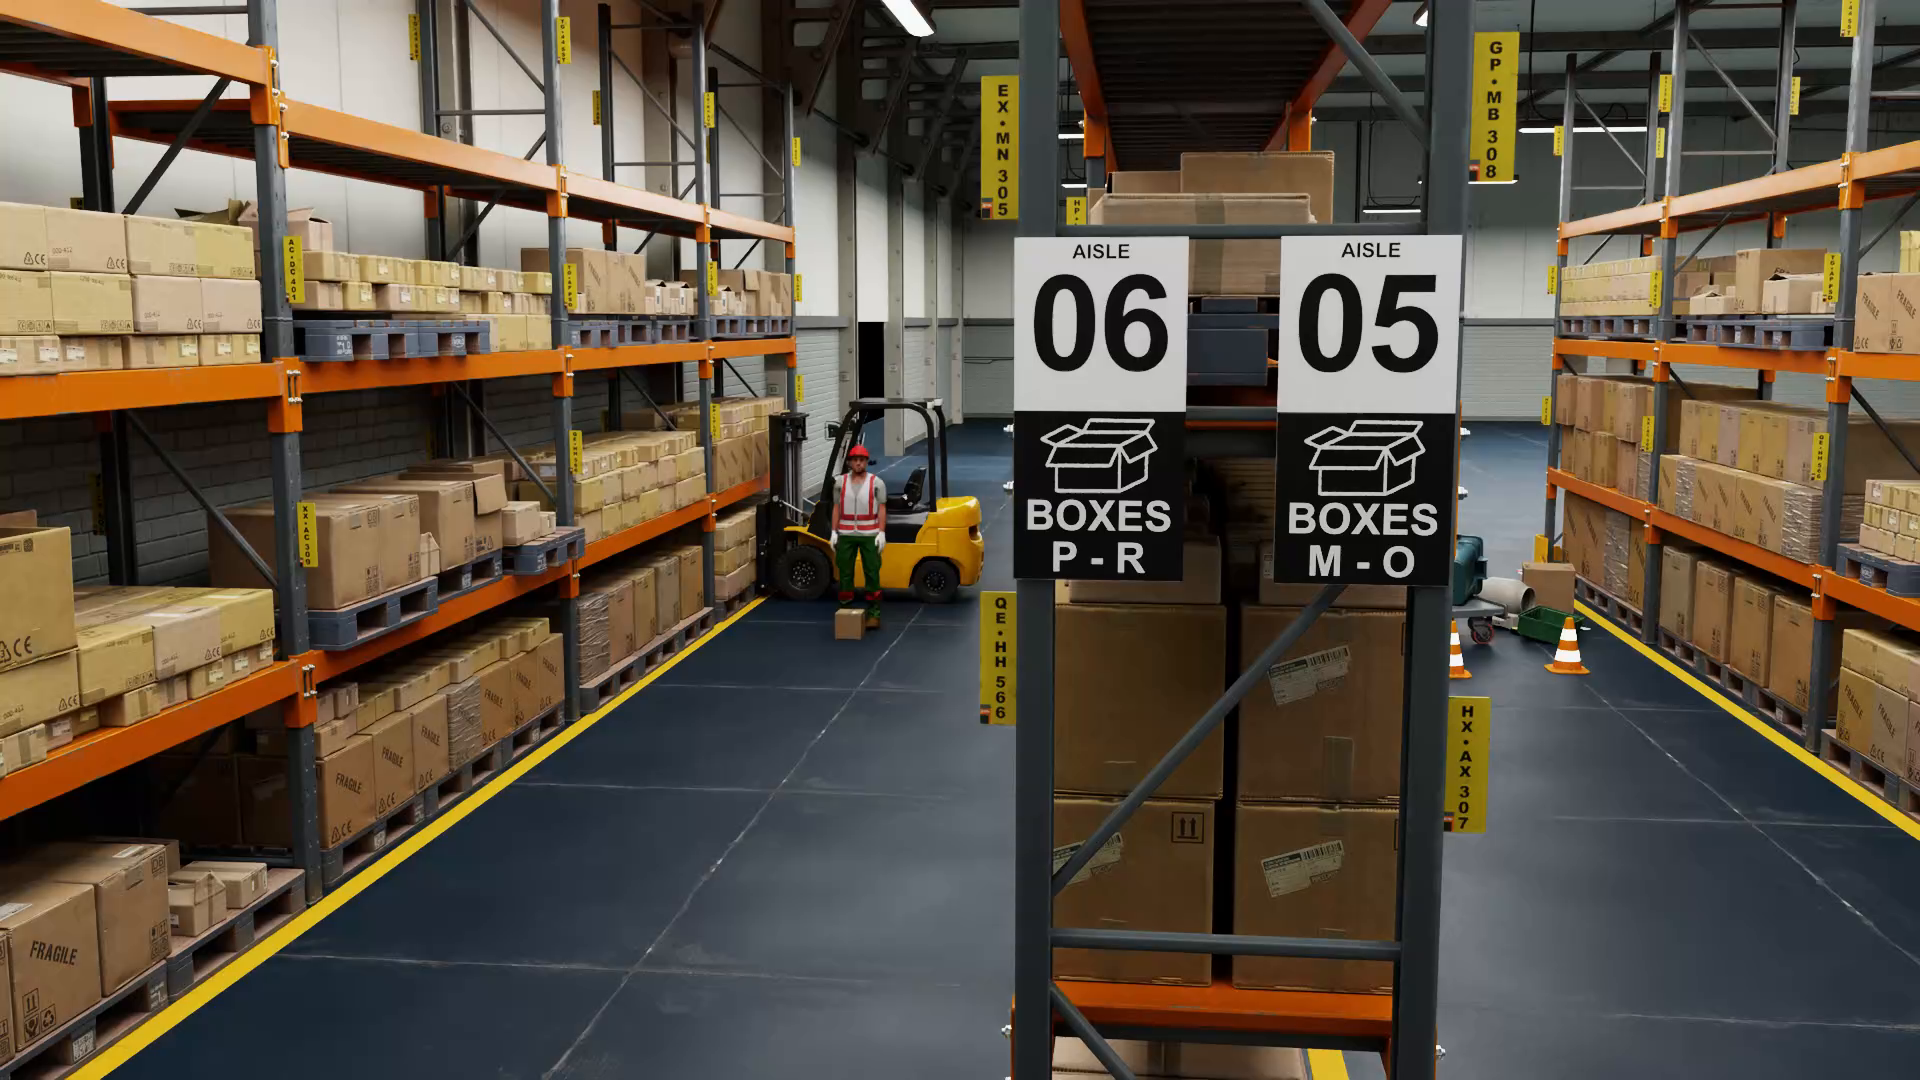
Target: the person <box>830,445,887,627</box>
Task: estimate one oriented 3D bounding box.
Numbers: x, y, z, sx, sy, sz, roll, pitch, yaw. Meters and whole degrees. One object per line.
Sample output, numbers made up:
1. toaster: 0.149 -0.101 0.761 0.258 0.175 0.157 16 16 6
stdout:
1. person: -1.002 -0.034 16.321 0.557 1.793 0.359 1 8 6
